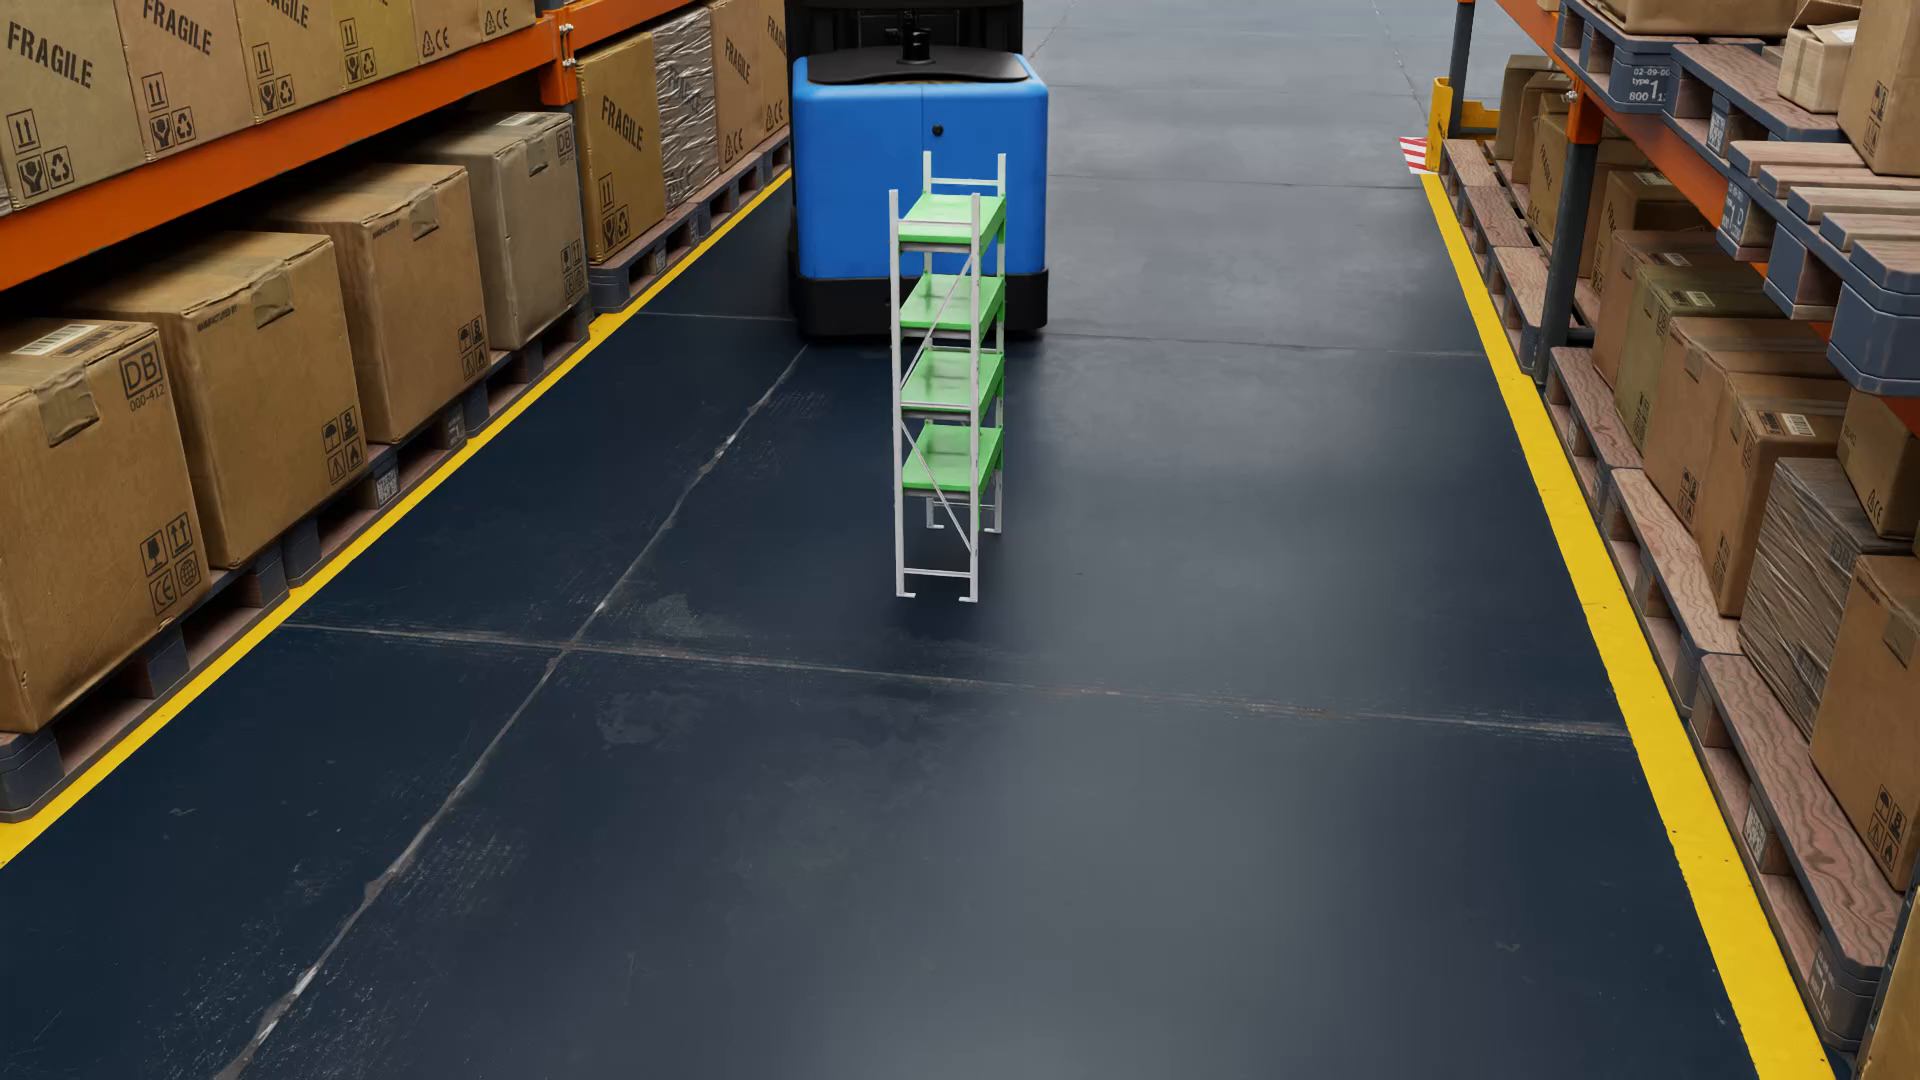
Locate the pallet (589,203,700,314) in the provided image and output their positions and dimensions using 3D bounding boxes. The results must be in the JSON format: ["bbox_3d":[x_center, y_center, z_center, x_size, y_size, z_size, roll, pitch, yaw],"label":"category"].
[{"bbox_3d":[-1.907,-1.384,7.958,1.003,0.211,1.213,4,25,9],"label":"pallet"}]

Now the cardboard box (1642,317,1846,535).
[{"bbox_3d":[2.459,-0.328,4.843,0.700,0.500,0.500,2,25,4],"label":"cardboard box"}]

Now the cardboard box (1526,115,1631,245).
[{"bbox_3d":[2.983,-1.677,7.747,0.500,0.500,0.500,2,25,4],"label":"cardboard box"}]

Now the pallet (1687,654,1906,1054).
[{"bbox_3d":[2.244,0.660,3.590,1.003,0.211,1.213,4,25,9],"label":"pallet"}]

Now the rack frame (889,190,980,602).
[{"bbox_3d":[-0.067,-0.372,4.630,0.240,1.200,0.015,4,25,9],"label":"rack frame"}]

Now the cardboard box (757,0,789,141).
[{"bbox_3d":[-1.501,-2.947,10.019,0.875,0.875,0.875,4,25,9],"label":"cardboard box"}]

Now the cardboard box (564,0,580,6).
[{"bbox_3d":[-2.060,-2.558,6.999,0.875,0.550,0.550,4,25,9],"label":"cardboard box"}]

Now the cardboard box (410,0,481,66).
[{"bbox_3d":[-2.013,-1.932,5.721,0.500,0.500,0.500,4,25,8],"label":"cardboard box"}]

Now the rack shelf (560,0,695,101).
[{"bbox_3d":[-1.782,-2.845,8.639,1.077,0.370,4.000,4,25,9],"label":"rack shelf"}]

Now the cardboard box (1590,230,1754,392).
[{"bbox_3d":[2.647,-0.761,5.766,0.700,0.500,0.500,2,25,4],"label":"cardboard box"}]

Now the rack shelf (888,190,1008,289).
[{"bbox_3d":[-0.027,-0.851,4.671,0.258,0.148,0.480,4,25,9],"label":"rack shelf"}]

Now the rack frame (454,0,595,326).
[{"bbox_3d":[-2.109,-2.335,6.699,1.000,3.000,0.127,4,25,9],"label":"rack frame"}]

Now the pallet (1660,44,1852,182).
[{"bbox_3d":[2.398,-1.020,4.116,1.003,0.211,1.213,4,25,9],"label":"pallet"}]

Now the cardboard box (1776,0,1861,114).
[{"bbox_3d":[2.121,-1.121,3.770,0.396,0.266,0.258,3,25,7],"label":"cardboard box"}]

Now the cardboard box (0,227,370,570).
[{"bbox_3d":[-2.434,-0.447,4.826,1.050,0.750,0.750,4,25,9],"label":"cardboard box"}]

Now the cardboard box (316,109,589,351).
[{"bbox_3d":[-2.121,-1.240,6.519,1.050,0.750,0.750,4,25,8],"label":"cardboard box"}]

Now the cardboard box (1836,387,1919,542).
[{"bbox_3d":[2.271,-0.187,3.657,0.500,0.250,0.500,7,26,14],"label":"cardboard box"}]

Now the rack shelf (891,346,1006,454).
[{"bbox_3d":[-0.027,-0.416,4.875,0.258,0.148,0.480,4,25,9],"label":"rack shelf"}]

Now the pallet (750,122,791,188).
[{"bbox_3d":[-1.508,-2.405,10.139,1.003,0.211,1.213,4,25,9],"label":"pallet"}]

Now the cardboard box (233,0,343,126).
[{"bbox_3d":[-2.176,-1.508,4.815,0.500,0.500,0.500,4,25,8],"label":"cardboard box"}]

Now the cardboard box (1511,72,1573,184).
[{"bbox_3d":[3.239,-2.167,8.795,0.500,0.500,0.500,11,27,22],"label":"cardboard box"}]

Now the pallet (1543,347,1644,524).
[{"bbox_3d":[2.642,-0.360,5.770,1.003,0.211,1.213,4,25,9],"label":"pallet"}]

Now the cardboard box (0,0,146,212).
[{"bbox_3d":[-2.342,-1.089,3.920,0.500,0.500,0.500,4,25,8],"label":"cardboard box"}]

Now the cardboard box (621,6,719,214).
[{"bbox_3d":[-1.793,-2.198,8.418,0.875,0.875,0.875,4,25,9],"label":"cardboard box"}]

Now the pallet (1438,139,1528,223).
[{"bbox_3d":[3.242,-1.990,9.252,1.003,0.211,1.213,4,25,9],"label":"pallet"}]

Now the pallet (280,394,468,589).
[{"bbox_3d":[-2.357,-0.232,5.497,1.003,0.211,1.213,4,25,9],"label":"pallet"}]

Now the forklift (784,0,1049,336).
[{"bbox_3d":[-0.278,-2.763,7.695,1.130,2.935,3.031,-2,25,-5],"label":"forklift"}]

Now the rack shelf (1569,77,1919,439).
[{"bbox_3d":[2.441,-0.786,4.240,1.077,0.370,4.000,4,25,9],"label":"rack shelf"}]

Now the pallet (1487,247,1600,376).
[{"bbox_3d":[2.843,-0.969,7.071,1.003,0.211,1.213,4,25,9],"label":"pallet"}]

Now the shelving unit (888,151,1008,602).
[{"bbox_3d":[-0.027,-0.474,4.848,0.258,1.200,0.503,4,25,9],"label":"shelving unit"}]

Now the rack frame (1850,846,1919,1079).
[{"bbox_3d":[2.111,-0.276,2.301,0.949,2.616,0.053,4,25,9],"label":"rack frame"}]

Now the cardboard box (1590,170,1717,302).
[{"bbox_3d":[2.873,-1.171,6.667,0.500,0.500,0.500,3,25,7],"label":"cardboard box"}]

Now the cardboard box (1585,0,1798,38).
[{"bbox_3d":[2.500,-2.088,4.970,1.000,1.000,1.000,4,25,9],"label":"cardboard box"}]

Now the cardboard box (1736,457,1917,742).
[{"bbox_3d":[2.282,0.143,3.837,0.700,0.500,0.500,2,25,4],"label":"cardboard box"}]
